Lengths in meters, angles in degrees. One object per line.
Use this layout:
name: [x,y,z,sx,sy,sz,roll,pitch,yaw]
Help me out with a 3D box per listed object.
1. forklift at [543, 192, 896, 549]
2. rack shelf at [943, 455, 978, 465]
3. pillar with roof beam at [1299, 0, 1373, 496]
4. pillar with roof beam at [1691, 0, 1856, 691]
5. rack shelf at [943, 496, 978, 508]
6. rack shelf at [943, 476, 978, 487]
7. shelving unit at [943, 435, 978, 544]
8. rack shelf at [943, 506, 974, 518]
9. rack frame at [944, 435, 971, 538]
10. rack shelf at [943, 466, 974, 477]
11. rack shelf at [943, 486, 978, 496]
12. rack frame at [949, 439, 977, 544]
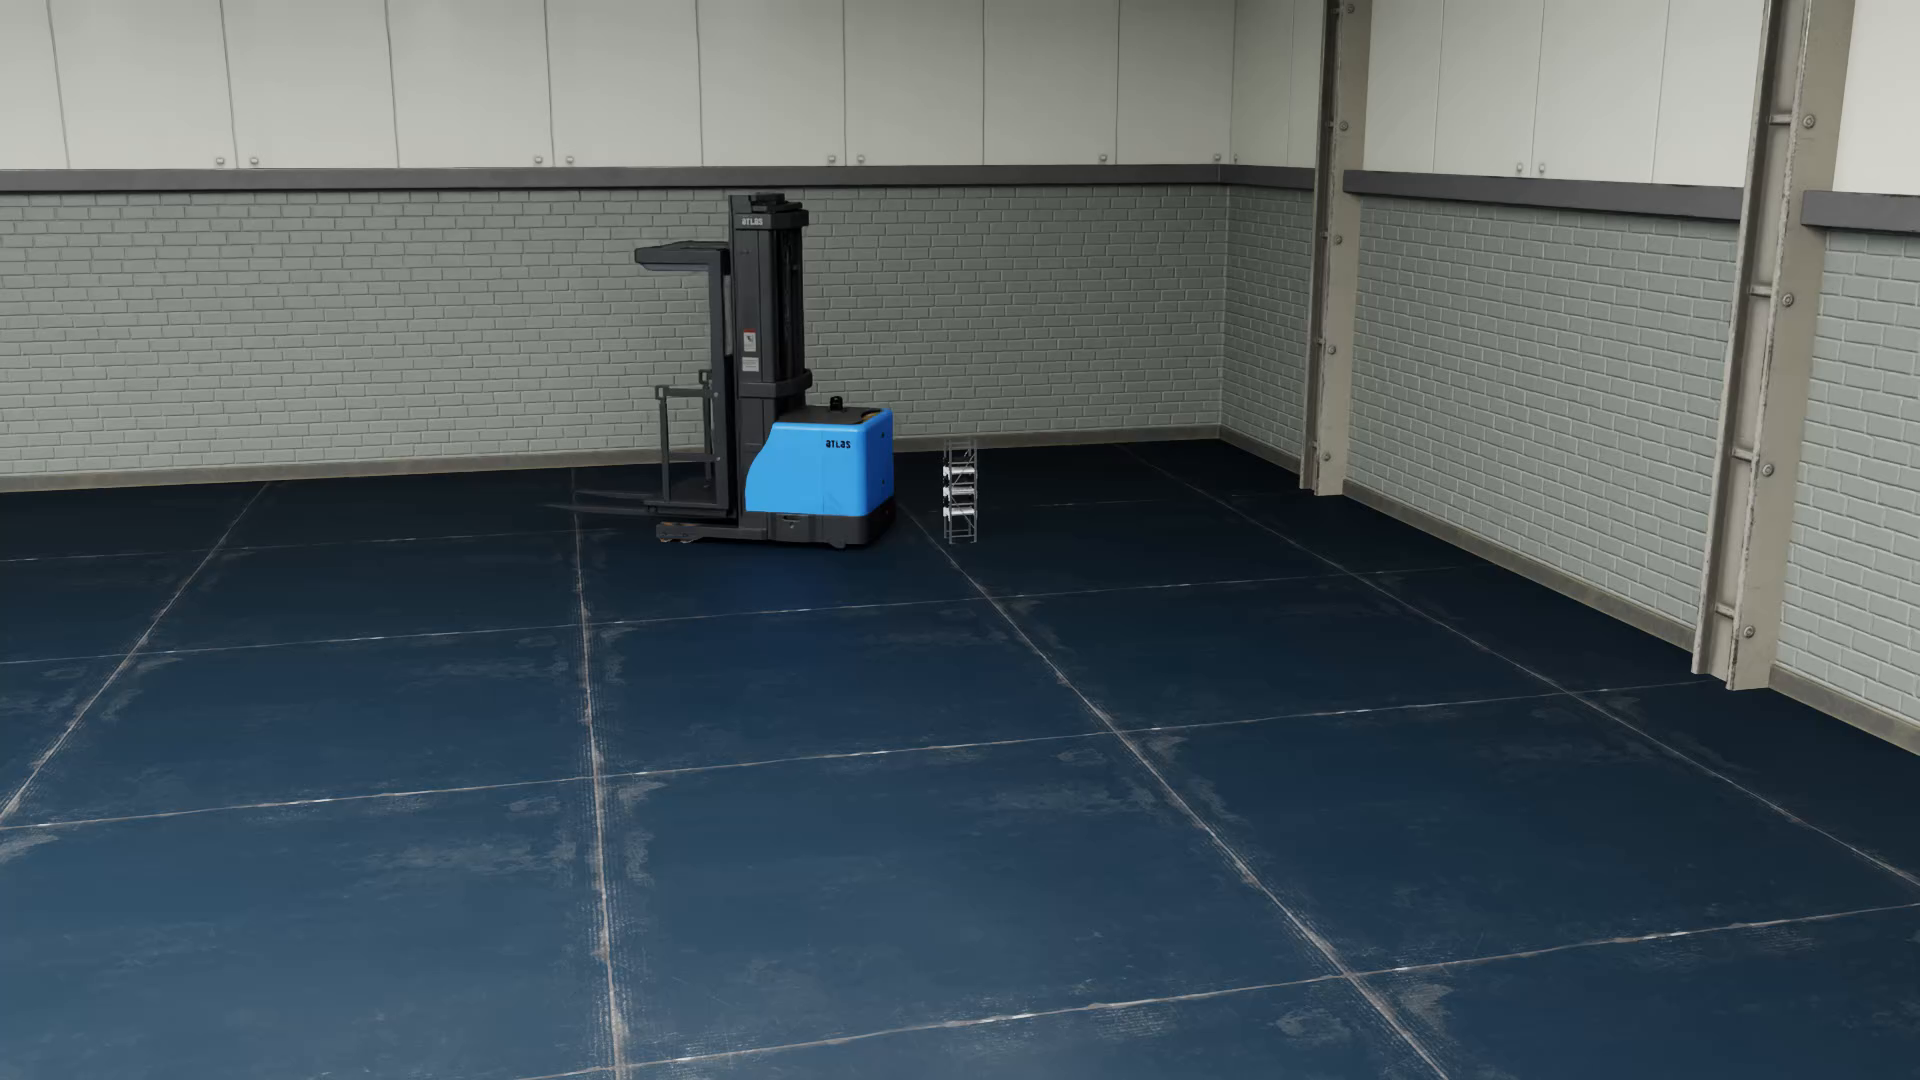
forklift: [-2.149,-1.513,14.443,3.031,2.935,1.130,3,14,13]
rack shelf: [0.002,-0.665,14.256,0.258,0.077,0.200,-3,14,-13]
pillar with roof beam: [-0.610,-4.617,14.364,9.100,9.000,0.400,-3,14,-13]
pillar with roof beam: [0.800,-3.233,8.698,9.100,9.000,0.400,-3,14,-13]
rack shelf: [0.002,-0.315,14.342,0.258,0.077,0.200,-3,14,-13]
rack shelf: [0.002,-0.490,14.299,0.258,0.077,0.200,-3,14,-13]
shelving unit: [0.002,-0.435,14.313,0.258,0.900,0.210,-3,14,-13]
rack shelf: [0.002,-0.228,14.363,0.258,0.077,0.200,-3,14,-13]
rack frame: [-0.022,-0.459,14.409,0.240,0.900,0.006,-3,14,-13]
rack shelf: [0.002,-0.578,14.278,0.258,0.077,0.200,-3,14,-13]
rack shelf: [0.002,-0.403,14.320,0.258,0.077,0.200,-3,14,-13]
rack frame: [0.026,-0.412,14.217,0.240,0.900,0.006,-3,14,-13]
